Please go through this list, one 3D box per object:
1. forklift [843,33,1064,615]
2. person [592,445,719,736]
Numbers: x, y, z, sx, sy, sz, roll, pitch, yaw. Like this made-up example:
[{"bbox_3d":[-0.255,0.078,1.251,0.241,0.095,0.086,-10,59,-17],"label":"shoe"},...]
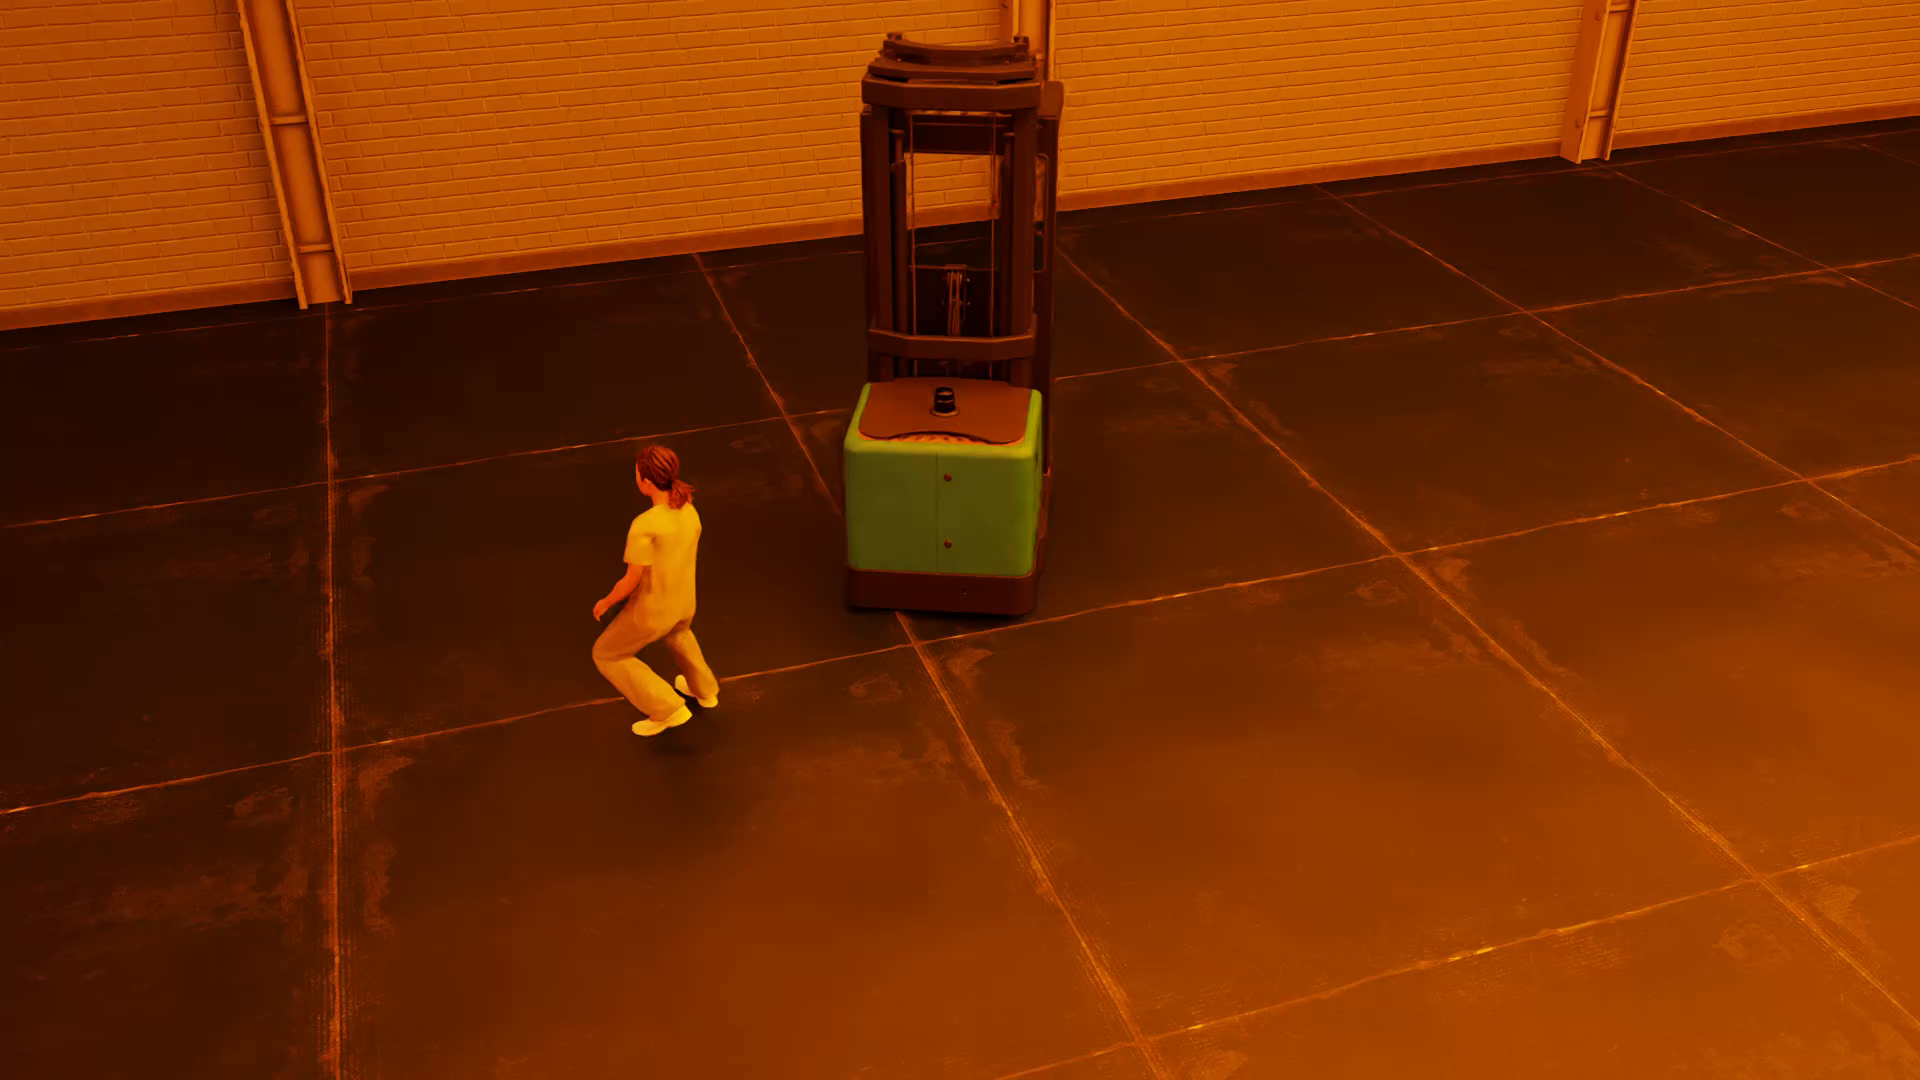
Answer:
[{"bbox_3d":[0.019,-1.566,9.809,1.130,2.935,3.031,3,30,5],"label":"forklift"},{"bbox_3d":[-1.441,0.253,8.005,0.484,1.572,0.664,18,34,28],"label":"person"}]
